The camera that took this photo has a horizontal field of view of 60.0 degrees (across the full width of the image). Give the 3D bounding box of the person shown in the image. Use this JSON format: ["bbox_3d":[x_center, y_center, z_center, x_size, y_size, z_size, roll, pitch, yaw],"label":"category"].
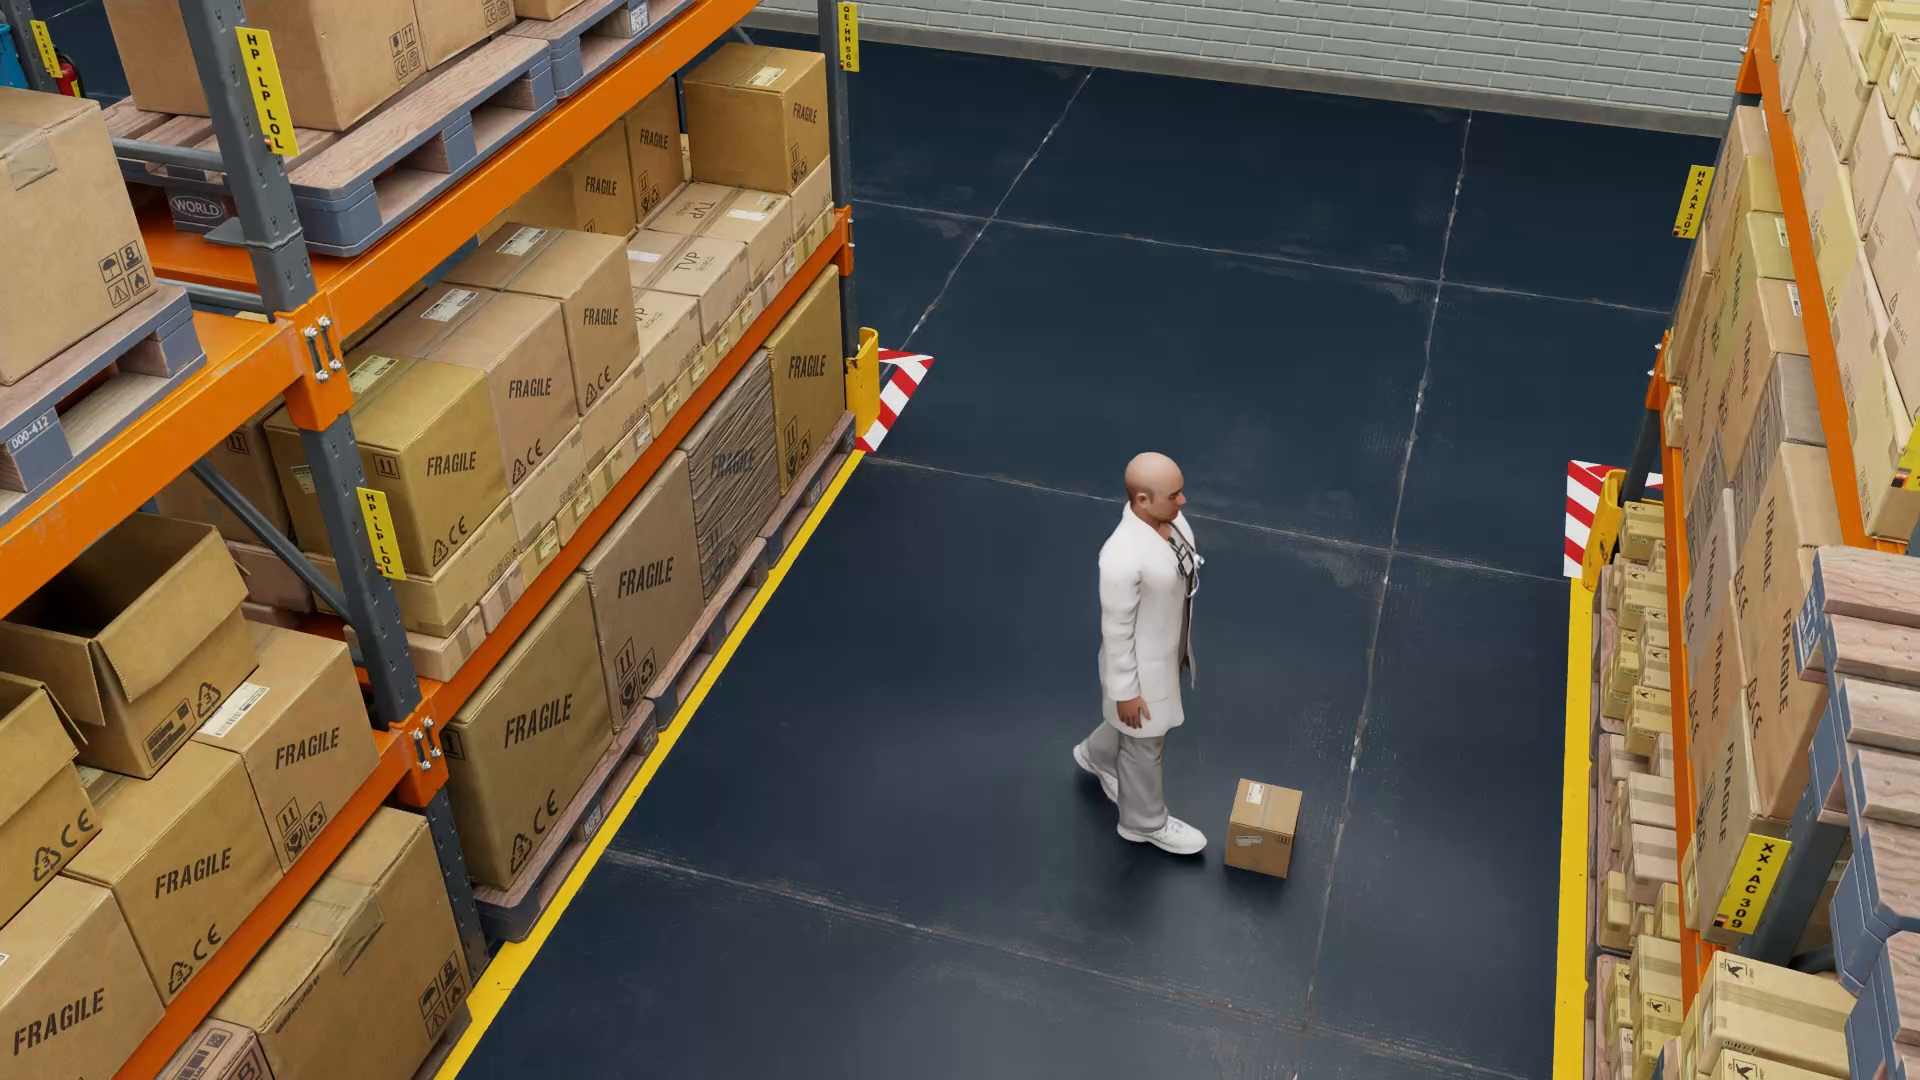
[{"bbox_3d":[0.704,0.450,6.302,0.664,1.802,0.613,16,39,20],"label":"person"}]
